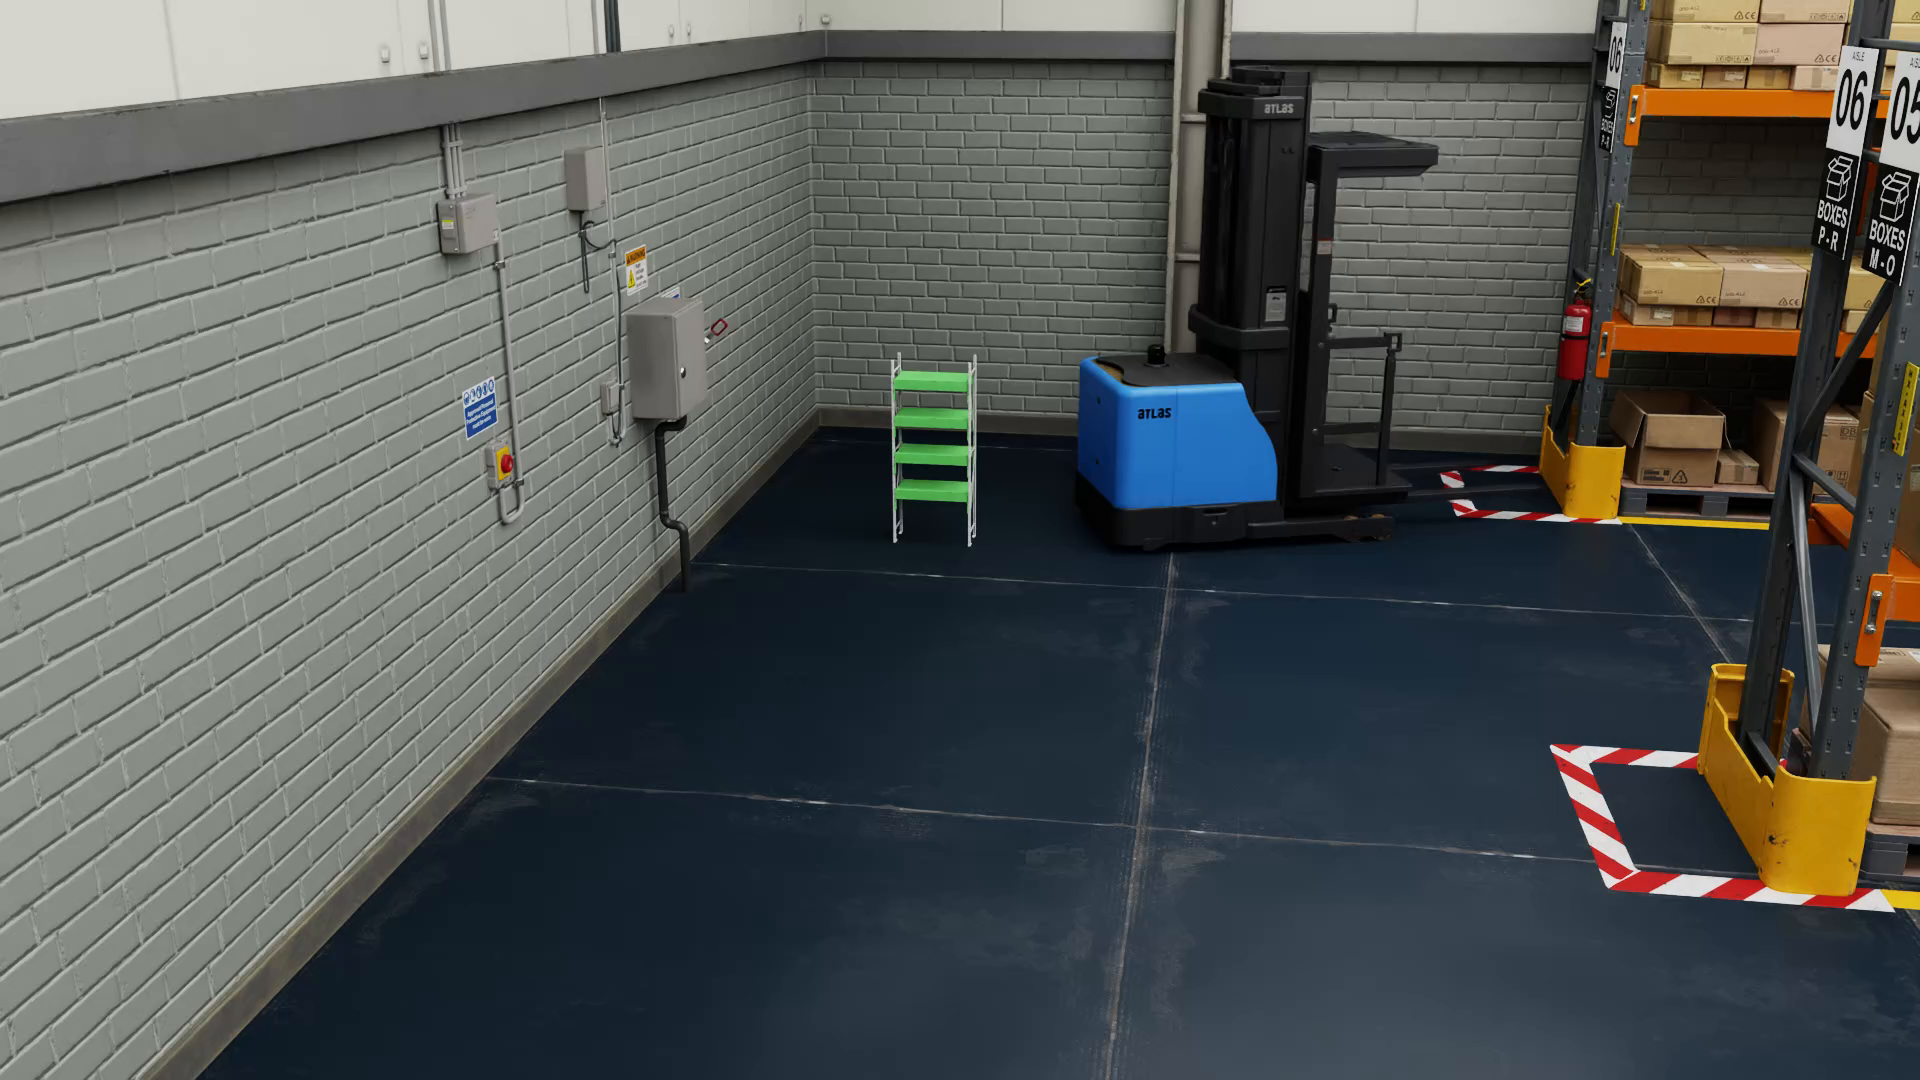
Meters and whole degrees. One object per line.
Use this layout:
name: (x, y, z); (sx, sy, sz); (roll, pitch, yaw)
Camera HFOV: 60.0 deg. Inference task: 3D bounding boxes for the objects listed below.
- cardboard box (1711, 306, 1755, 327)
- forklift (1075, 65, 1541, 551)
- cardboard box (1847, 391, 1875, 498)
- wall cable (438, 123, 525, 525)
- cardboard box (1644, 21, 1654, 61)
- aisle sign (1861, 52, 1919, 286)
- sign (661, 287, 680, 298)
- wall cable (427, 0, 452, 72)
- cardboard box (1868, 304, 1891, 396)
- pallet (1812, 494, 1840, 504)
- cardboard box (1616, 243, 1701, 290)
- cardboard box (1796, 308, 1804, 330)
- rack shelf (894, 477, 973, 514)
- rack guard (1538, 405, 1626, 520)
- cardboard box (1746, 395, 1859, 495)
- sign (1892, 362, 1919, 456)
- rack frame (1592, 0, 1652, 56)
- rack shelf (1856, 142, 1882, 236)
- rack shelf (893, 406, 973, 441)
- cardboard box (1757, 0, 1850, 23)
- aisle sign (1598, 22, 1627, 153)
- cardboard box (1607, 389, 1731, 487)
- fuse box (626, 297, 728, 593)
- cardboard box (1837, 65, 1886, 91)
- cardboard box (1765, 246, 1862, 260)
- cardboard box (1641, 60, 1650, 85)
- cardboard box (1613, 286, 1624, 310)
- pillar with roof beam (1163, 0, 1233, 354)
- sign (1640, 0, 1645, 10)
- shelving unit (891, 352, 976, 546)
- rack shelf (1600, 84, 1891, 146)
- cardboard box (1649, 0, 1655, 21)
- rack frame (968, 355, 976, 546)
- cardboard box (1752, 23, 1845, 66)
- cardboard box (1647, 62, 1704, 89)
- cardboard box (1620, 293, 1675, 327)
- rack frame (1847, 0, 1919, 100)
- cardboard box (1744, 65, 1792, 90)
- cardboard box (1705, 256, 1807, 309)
cardboard box: (5.090, -1.530, 11.044); (0.250, 0.149, 0.380); (3, 19, 8)
forklift: (2.351, -1.538, 10.780); (3.031, 2.935, 1.130); (-4, 19, -11)
cardboard box: (4.020, -0.303, 6.823); (0.500, 0.500, 0.500); (3, 19, 9)
wall cable: (-2.069, -0.970, 7.324); (0.123, 1.953, 0.585); (3, 19, 9)
cardboard box: (4.768, -3.307, 11.001); (0.500, 0.250, 0.500); (3, 19, 8)
aisle sign: (3.385, -1.342, 5.991); (0.004, 0.787, 0.394); (3, 19, 9)
sign: (-1.718, -1.244, 9.944); (0.001, 0.494, 0.329); (3, 19, 9)
wall cable: (-2.159, -3.240, 6.304); (0.029, 3.000, 0.463); (3, 19, 9)
cardboard box: (4.016, -0.769, 6.640); (0.500, 0.500, 0.500); (4, 19, 10)
pallet: (6.349, -0.324, 11.439); (1.213, 0.211, 1.003); (3, 19, 9)
cardboard box: (4.782, -1.882, 11.468); (0.500, 0.250, 0.500); (3, 19, 10)
cardboard box: (5.593, -1.486, 10.914); (0.250, 0.149, 0.380); (3, 19, 9)
rack shelf: (-0.163, -0.289, 10.734); (0.480, 0.148, 0.258); (3, 19, 9)
rack guard: (4.360, -0.563, 11.697); (0.348, 0.500, 1.175); (3, 19, 9)
cardboard box: (5.712, -0.650, 11.296); (0.500, 0.500, 0.700); (4, 19, 11)
sign: (3.408, -0.471, 5.995); (0.005, 0.325, 0.100); (3, 19, 9)
rack frame: (4.285, -4.597, 10.360); (0.127, 3.000, 1.000); (3, 19, 9)
rack shelf: (5.476, -1.178, 6.001); (4.000, 0.370, 1.077); (3, 19, 9)
rack shelf: (-0.163, -0.744, 10.582); (0.480, 0.148, 0.258); (3, 19, 9)
cardboard box: (5.183, -3.349, 10.337); (0.500, 0.250, 0.500); (3, 19, 8)
aisle sign: (4.171, -2.896, 10.635); (0.004, 0.787, 0.394); (3, 19, 9)
cardboard box: (4.874, -0.707, 11.461); (0.637, 0.503, 0.797); (2, 19, 6)
fuse box: (-1.592, -0.513, 9.640); (0.414, 1.711, 0.539); (3, 19, 9)
cardboard box: (5.566, -2.888, 10.375); (0.250, 0.149, 0.380); (3, 19, 8)
cardboard box: (5.779, -1.829, 11.311); (0.500, 0.250, 0.500); (4, 19, 10)
cardboard box: (4.638, -3.112, 11.045); (0.250, 0.149, 0.380); (3, 19, 10)
cardboard box: (4.655, -1.700, 11.554); (0.250, 0.149, 0.380); (3, 19, 8)
pillar with roof beam: (1.083, -3.666, 7.579); (0.400, 9.000, 9.100); (3, 19, 9)
sign: (4.199, -3.419, 10.189); (0.005, 0.325, 0.100); (3, 19, 9)
shelving unit: (-0.163, -0.577, 10.638); (0.503, 1.200, 0.258); (3, 19, 9)
rack shelf: (6.260, -2.733, 10.650); (4.000, 0.370, 1.077); (3, 19, 9)
cardboard box: (4.768, -3.547, 10.928); (0.500, 0.250, 0.500); (2, 19, 7)
rack frame: (0.077, -0.565, 10.601); (0.015, 1.200, 0.240); (3, 19, 9)
cardboard box: (5.185, -3.117, 10.433); (0.500, 0.250, 0.500); (3, 19, 10)
cardboard box: (4.563, -2.967, 10.610); (0.250, 0.149, 0.380); (3, 19, 10)
cardboard box: (4.566, -1.530, 11.046); (0.250, 0.149, 0.380); (3, 19, 8)
rack frame: (3.502, -3.042, 5.712); (0.127, 3.000, 1.000); (3, 19, 9)
cardboard box: (5.077, -2.943, 10.541); (0.250, 0.149, 0.380); (3, 19, 9)
cardboard box: (5.188, -1.689, 10.893); (0.500, 0.250, 0.500); (3, 19, 9)
